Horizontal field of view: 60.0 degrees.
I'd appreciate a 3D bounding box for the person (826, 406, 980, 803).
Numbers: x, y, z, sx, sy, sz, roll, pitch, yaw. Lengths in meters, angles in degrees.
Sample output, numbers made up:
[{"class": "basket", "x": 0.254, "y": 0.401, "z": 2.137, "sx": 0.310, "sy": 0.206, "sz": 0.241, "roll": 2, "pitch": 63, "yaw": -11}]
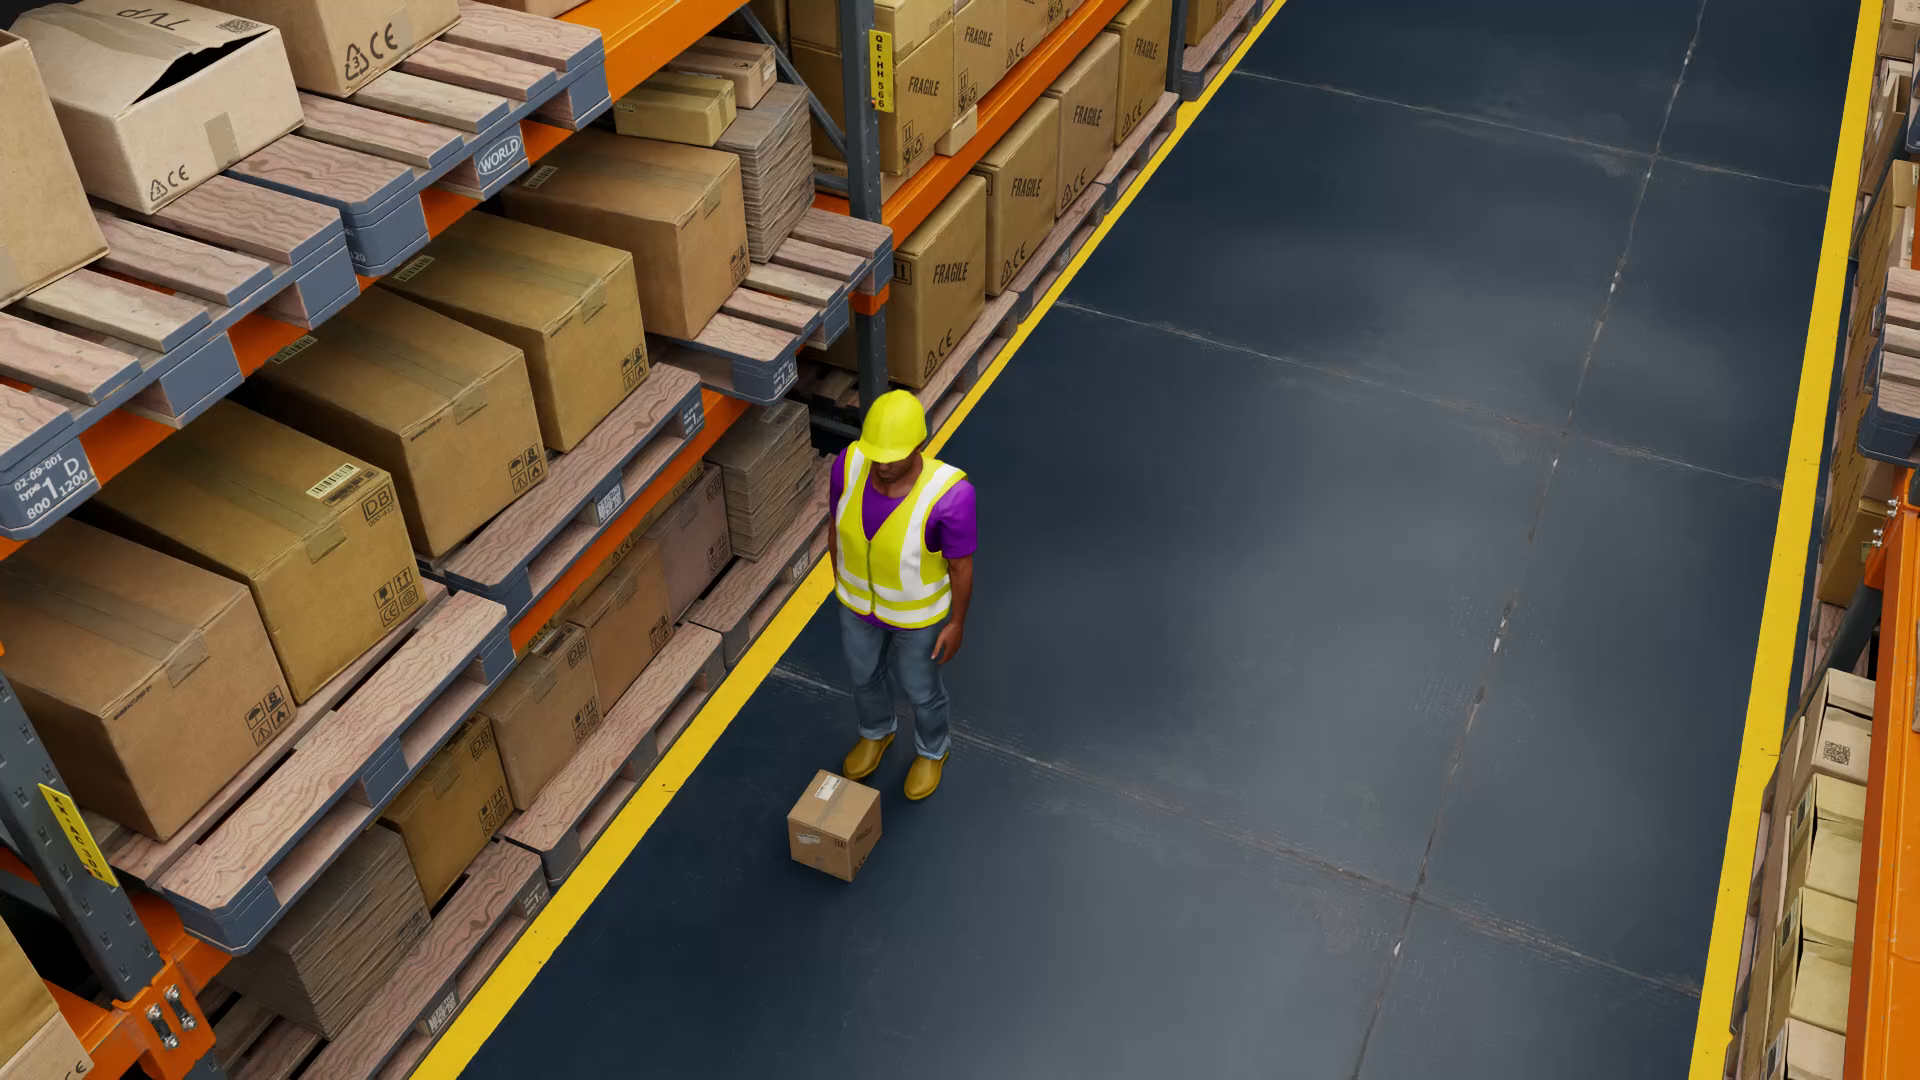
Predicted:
[{"class": "person", "x": -0.218, "y": 0.223, "z": 5.906, "sx": 0.575, "sy": 1.749, "sz": 0.390, "roll": 18, "pitch": 45, "yaw": 19}]
